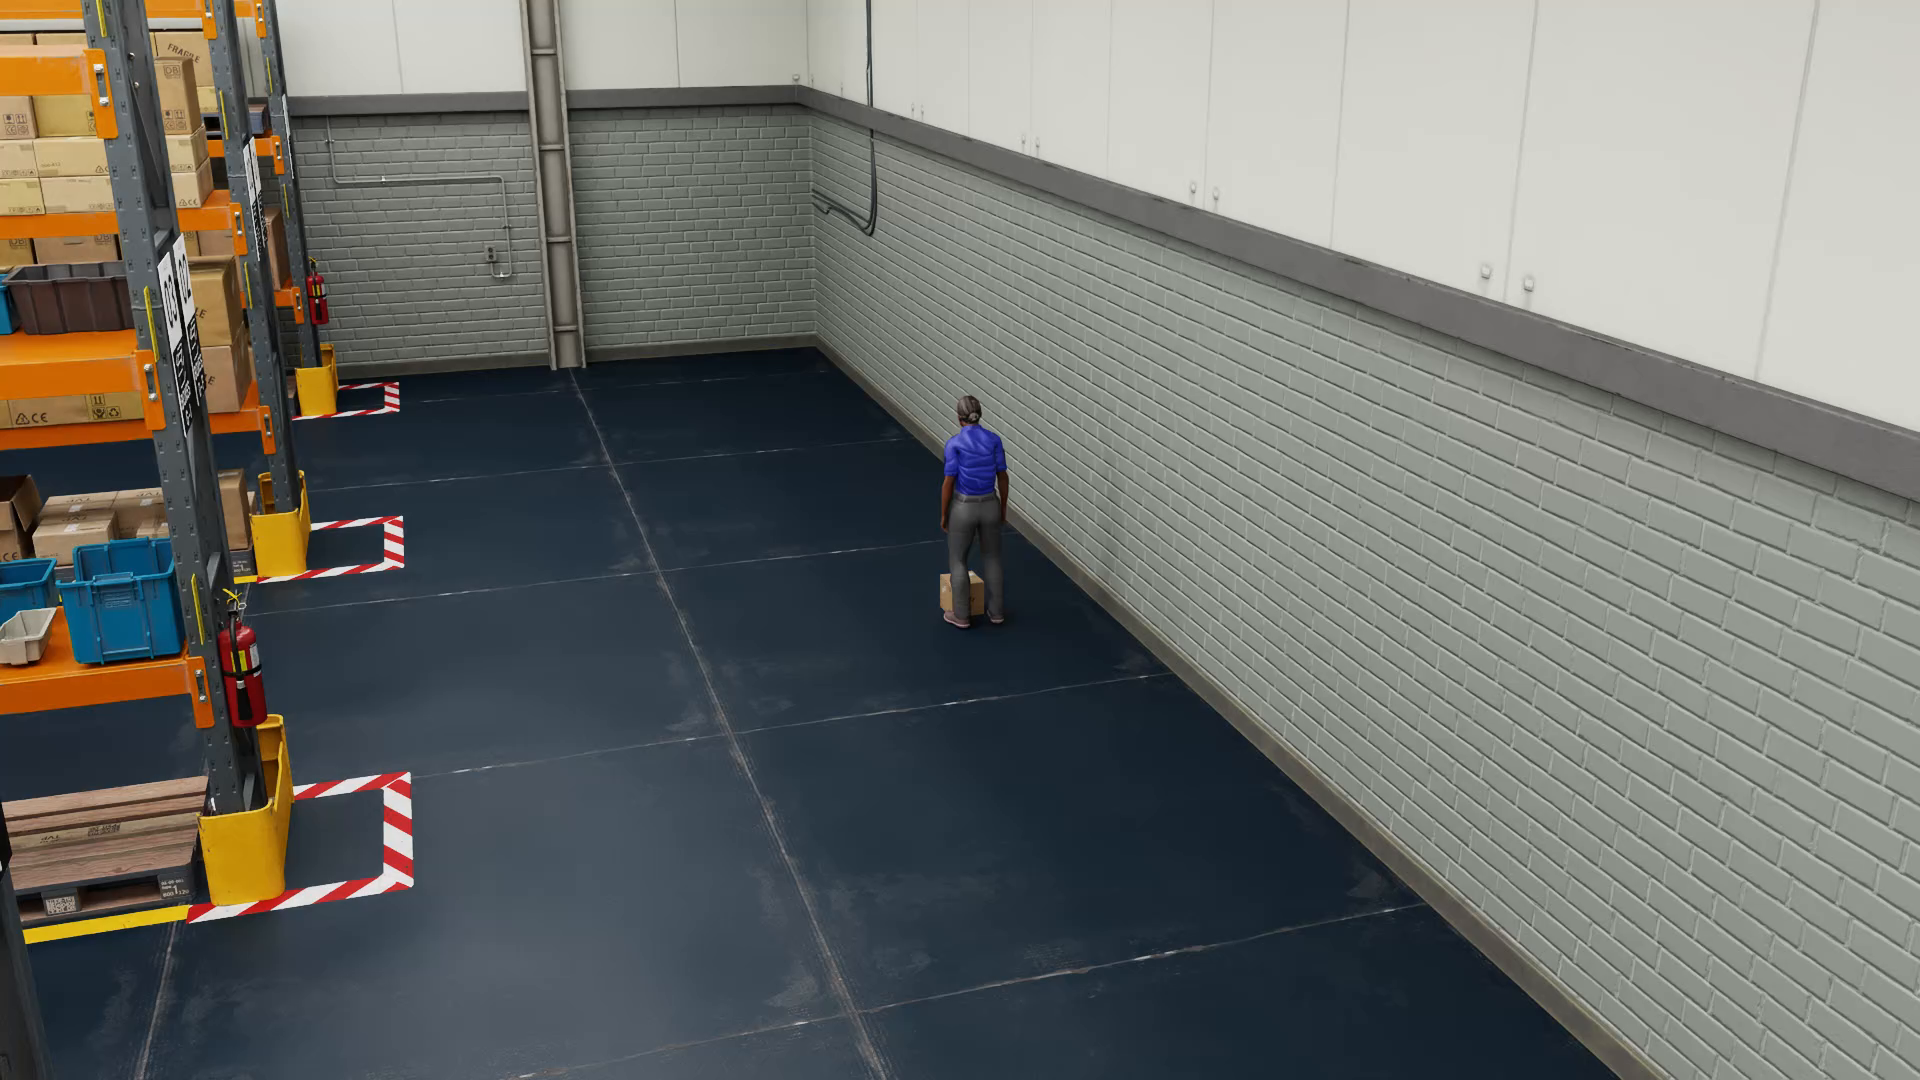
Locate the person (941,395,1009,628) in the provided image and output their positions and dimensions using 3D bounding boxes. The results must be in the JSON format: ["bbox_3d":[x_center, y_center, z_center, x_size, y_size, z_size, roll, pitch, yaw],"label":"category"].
[{"bbox_3d":[0.103,-0.187,11.631,0.503,1.639,0.350,-6,20,-17],"label":"person"}]
